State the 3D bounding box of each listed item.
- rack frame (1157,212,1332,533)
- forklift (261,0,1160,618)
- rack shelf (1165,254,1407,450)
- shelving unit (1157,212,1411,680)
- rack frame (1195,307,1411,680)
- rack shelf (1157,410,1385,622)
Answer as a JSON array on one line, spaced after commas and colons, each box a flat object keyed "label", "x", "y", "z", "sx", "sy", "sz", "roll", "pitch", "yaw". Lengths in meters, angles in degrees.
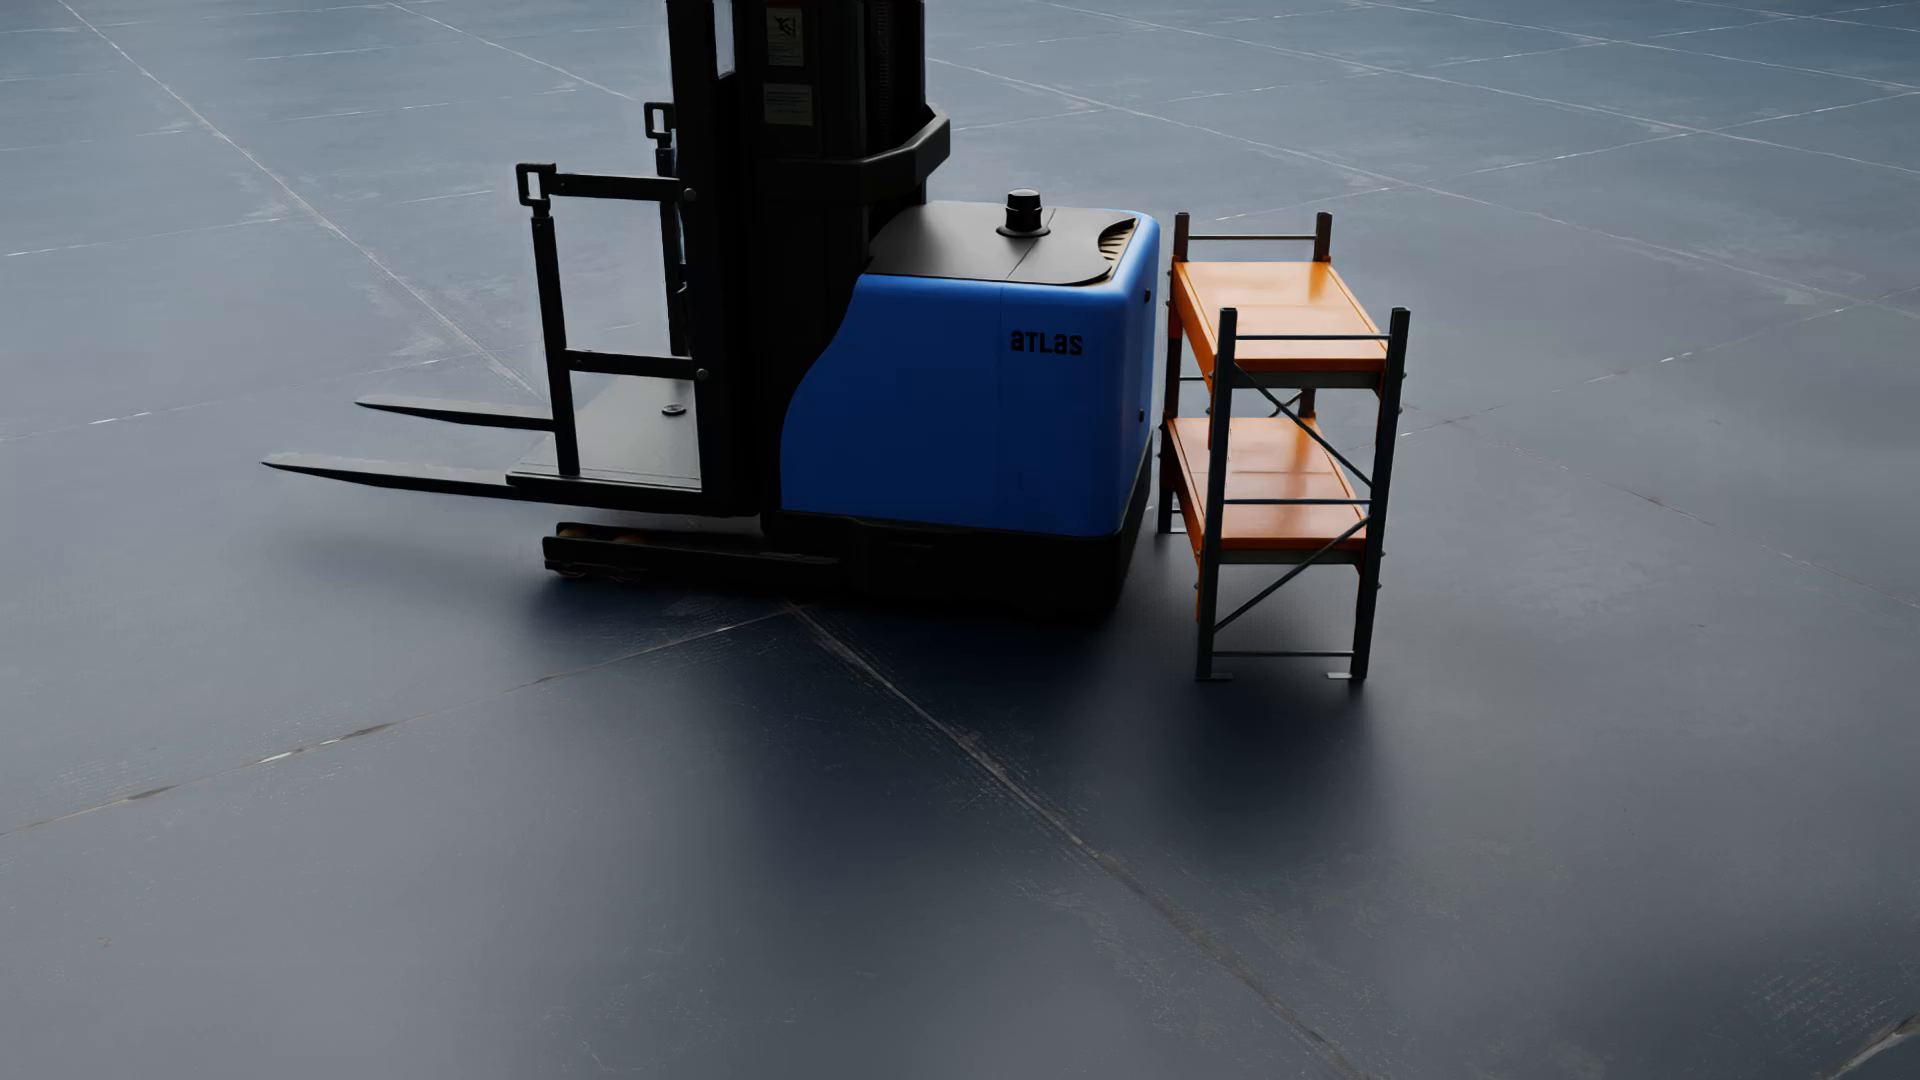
[{"label": "rack frame", "x": 0.942, "y": -0.538, "z": 5.573, "sx": 0.500, "sy": 1.125, "sz": 0.032, "roll": 0, "pitch": 25, "yaw": 0}, {"label": "forklift", "x": -0.892, "y": -1.394, "z": 5.270, "sx": 3.031, "sy": 2.935, "sz": 1.130, "roll": 5, "pitch": 26, "yaw": 11}, {"label": "rack shelf", "x": 0.942, "y": -0.586, "z": 4.988, "sx": 0.538, "sy": 0.278, "sz": 1.000, "roll": 0, "pitch": 25, "yaw": 0}, {"label": "shelving unit", "x": 0.942, "y": -0.321, "z": 5.113, "sx": 0.538, "sy": 1.125, "sz": 1.048, "roll": 0, "pitch": 25, "yaw": 0}, {"label": "rack frame", "x": 0.943, "y": -0.104, "z": 4.654, "sx": 0.500, "sy": 1.125, "sz": 0.032, "roll": 0, "pitch": 25, "yaw": 0}, {"label": "rack shelf", "x": 0.942, "y": -0.100, "z": 5.218, "sx": 0.538, "sy": 0.278, "sz": 1.000, "roll": 0, "pitch": 25, "yaw": 0}]
